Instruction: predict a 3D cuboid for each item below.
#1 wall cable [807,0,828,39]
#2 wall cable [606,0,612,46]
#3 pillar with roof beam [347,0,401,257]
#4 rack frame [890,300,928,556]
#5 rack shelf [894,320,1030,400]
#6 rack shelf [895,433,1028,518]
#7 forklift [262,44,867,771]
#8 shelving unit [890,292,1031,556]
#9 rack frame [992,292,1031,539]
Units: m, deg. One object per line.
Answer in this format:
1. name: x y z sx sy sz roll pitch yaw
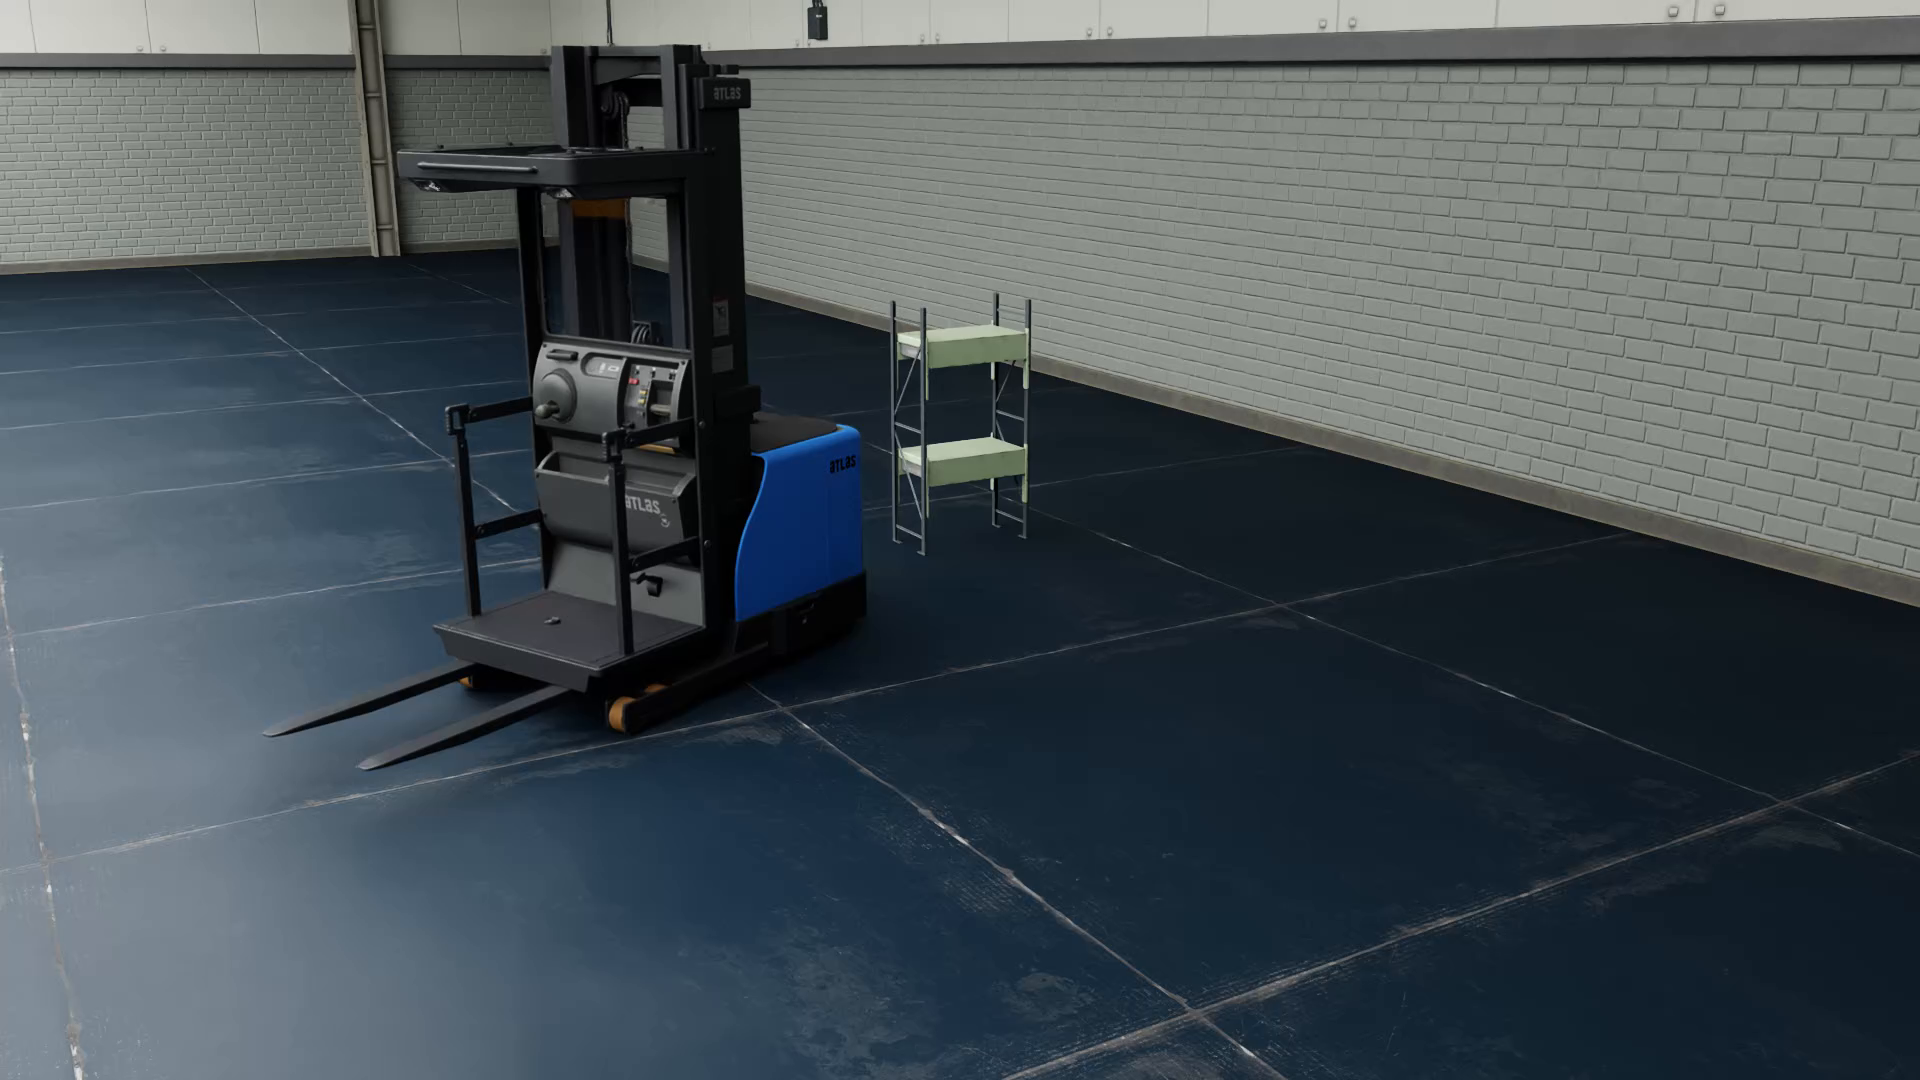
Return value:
1. wall cable: -1.142 -8.449 17.579 0.169 6.003 2.305 -9 18 -30
2. wall cable: -6.018 -7.515 26.301 0.112 2.526 3.097 -9 18 -30
3. pillar with roof beam: -7.007 -7.911 21.959 0.400 9.000 9.100 -9 18 -30
4. rack frame: -0.308 -0.672 10.029 0.023 1.500 0.400 -9 18 -30
5. rack shelf: 0.006 -1.099 10.105 0.720 0.370 0.431 -9 18 -30
6. rack shelf: 0.006 -0.409 10.299 0.720 0.370 0.431 -9 18 -30
7. forklift: -1.727 -0.698 7.471 1.130 2.935 3.031 10 19 32
8. shelving unit: 0.006 -0.723 10.211 0.755 1.500 0.431 -9 18 -30
9. rack frame: 0.319 -0.774 10.392 0.023 1.500 0.400 -9 18 -30
